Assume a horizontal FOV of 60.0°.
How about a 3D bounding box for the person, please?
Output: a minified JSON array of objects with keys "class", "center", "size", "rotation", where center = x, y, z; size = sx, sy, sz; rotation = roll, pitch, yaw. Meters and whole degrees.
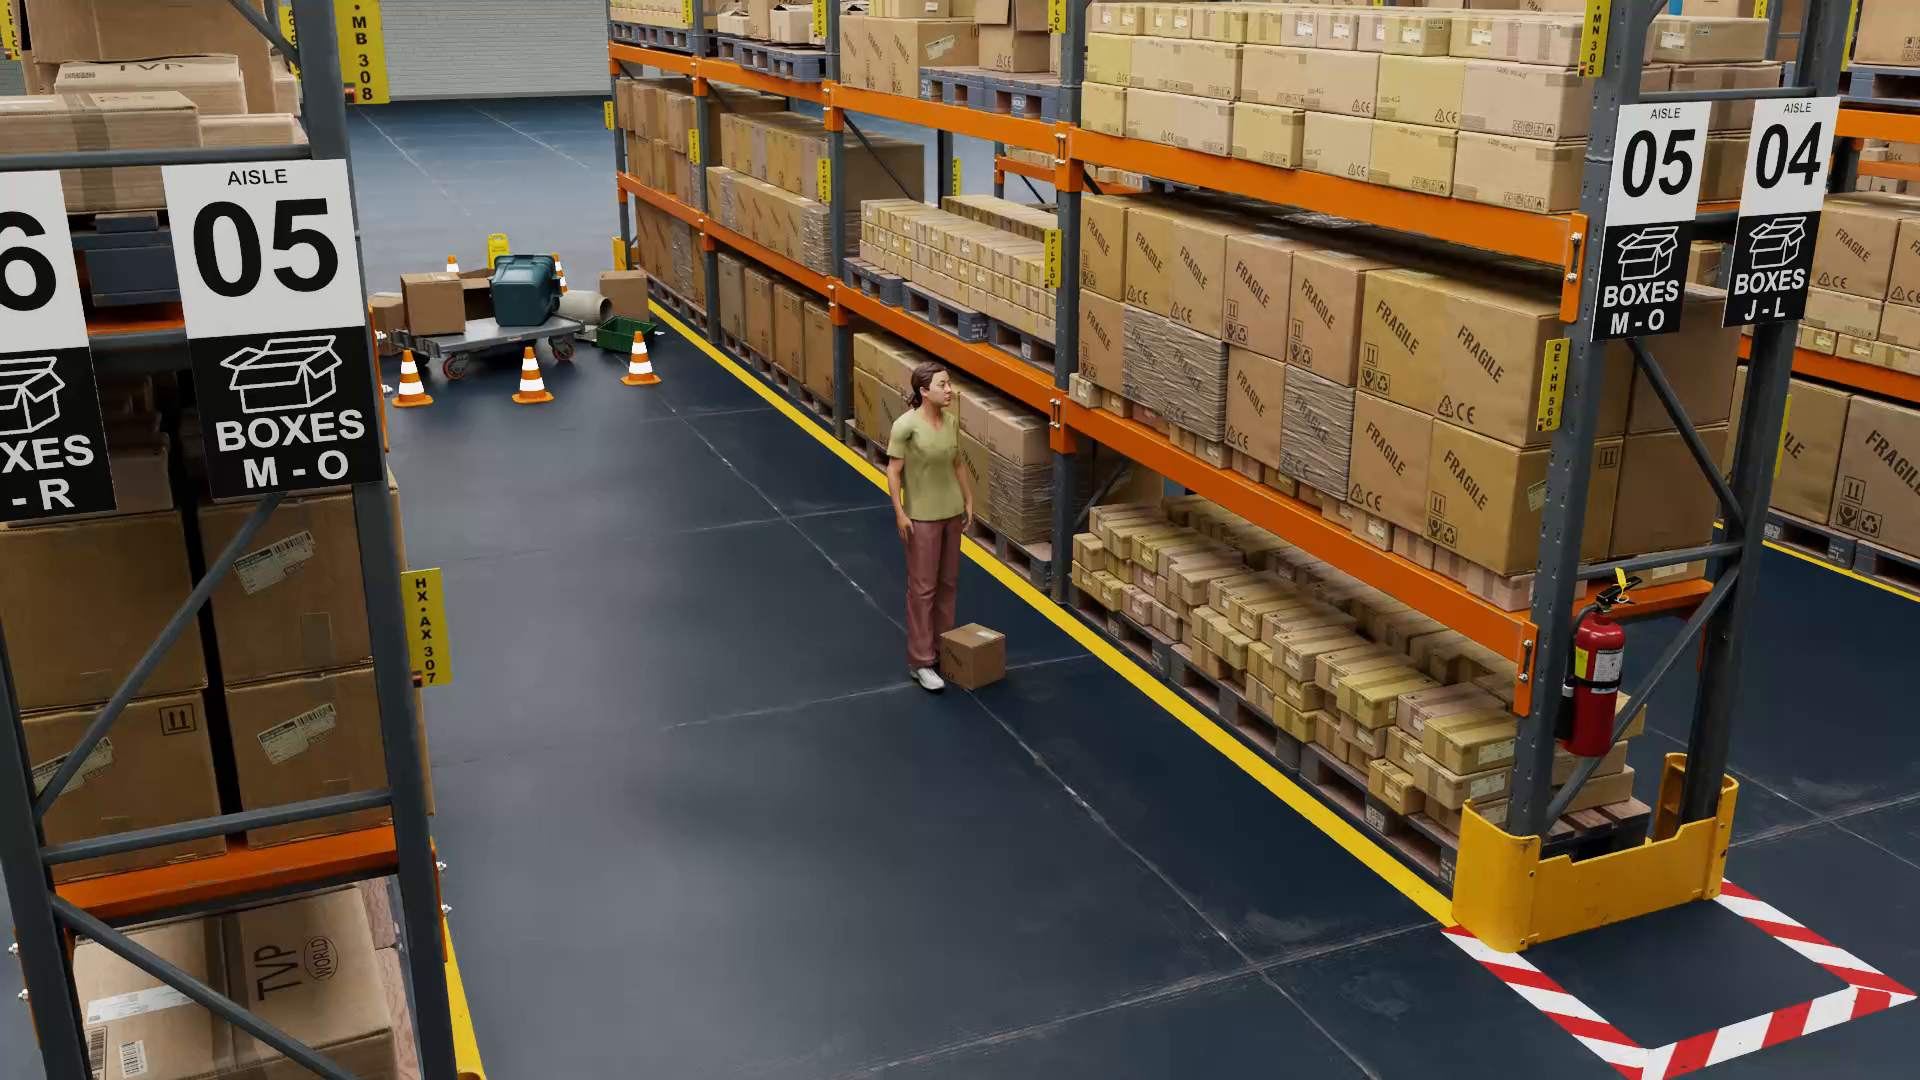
[{"class":"person","center":[-0.091,-0.091,8.828],"size":[0.553,1.659,0.518],"rotation":[-16,25,-39]}]
